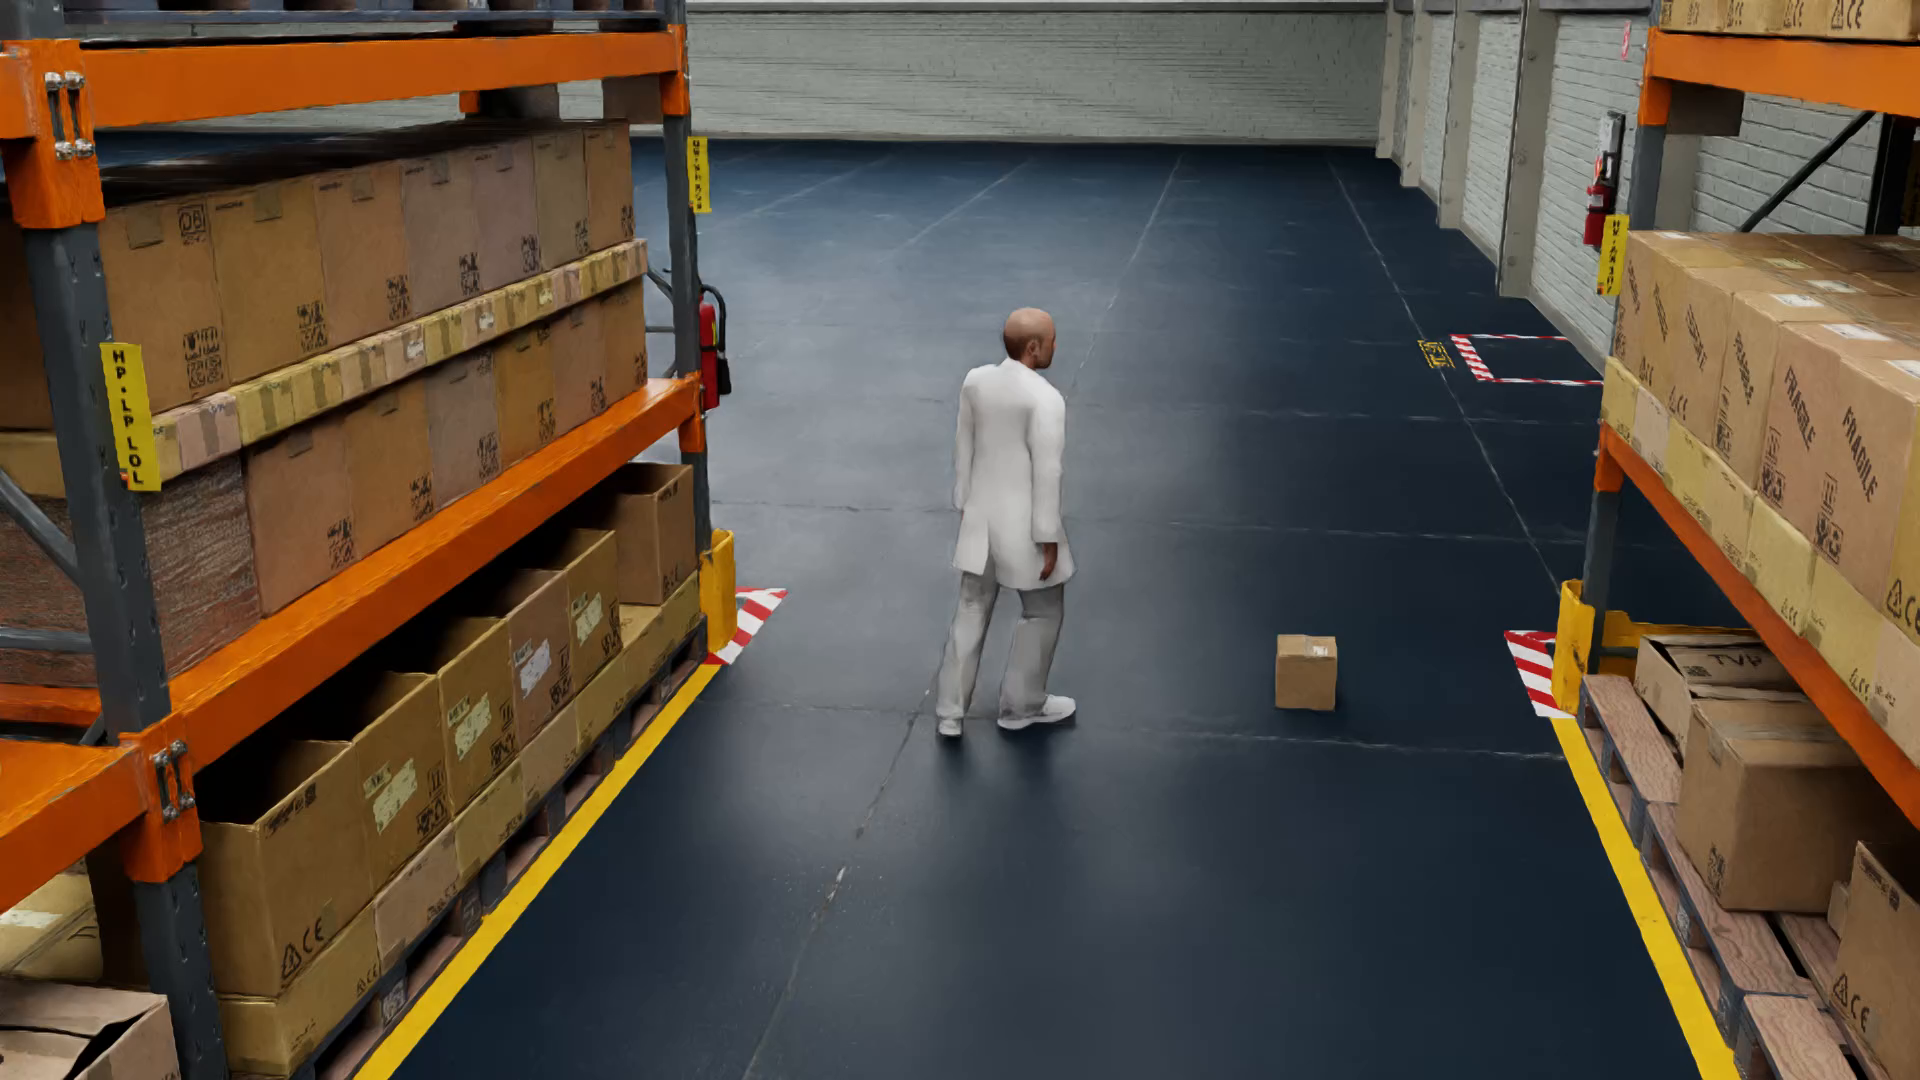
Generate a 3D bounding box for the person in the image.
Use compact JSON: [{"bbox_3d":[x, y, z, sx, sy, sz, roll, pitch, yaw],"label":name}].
[{"bbox_3d":[0.178,-0.062,6.774,0.607,1.769,0.639,16,24,41],"label":"person"}]
